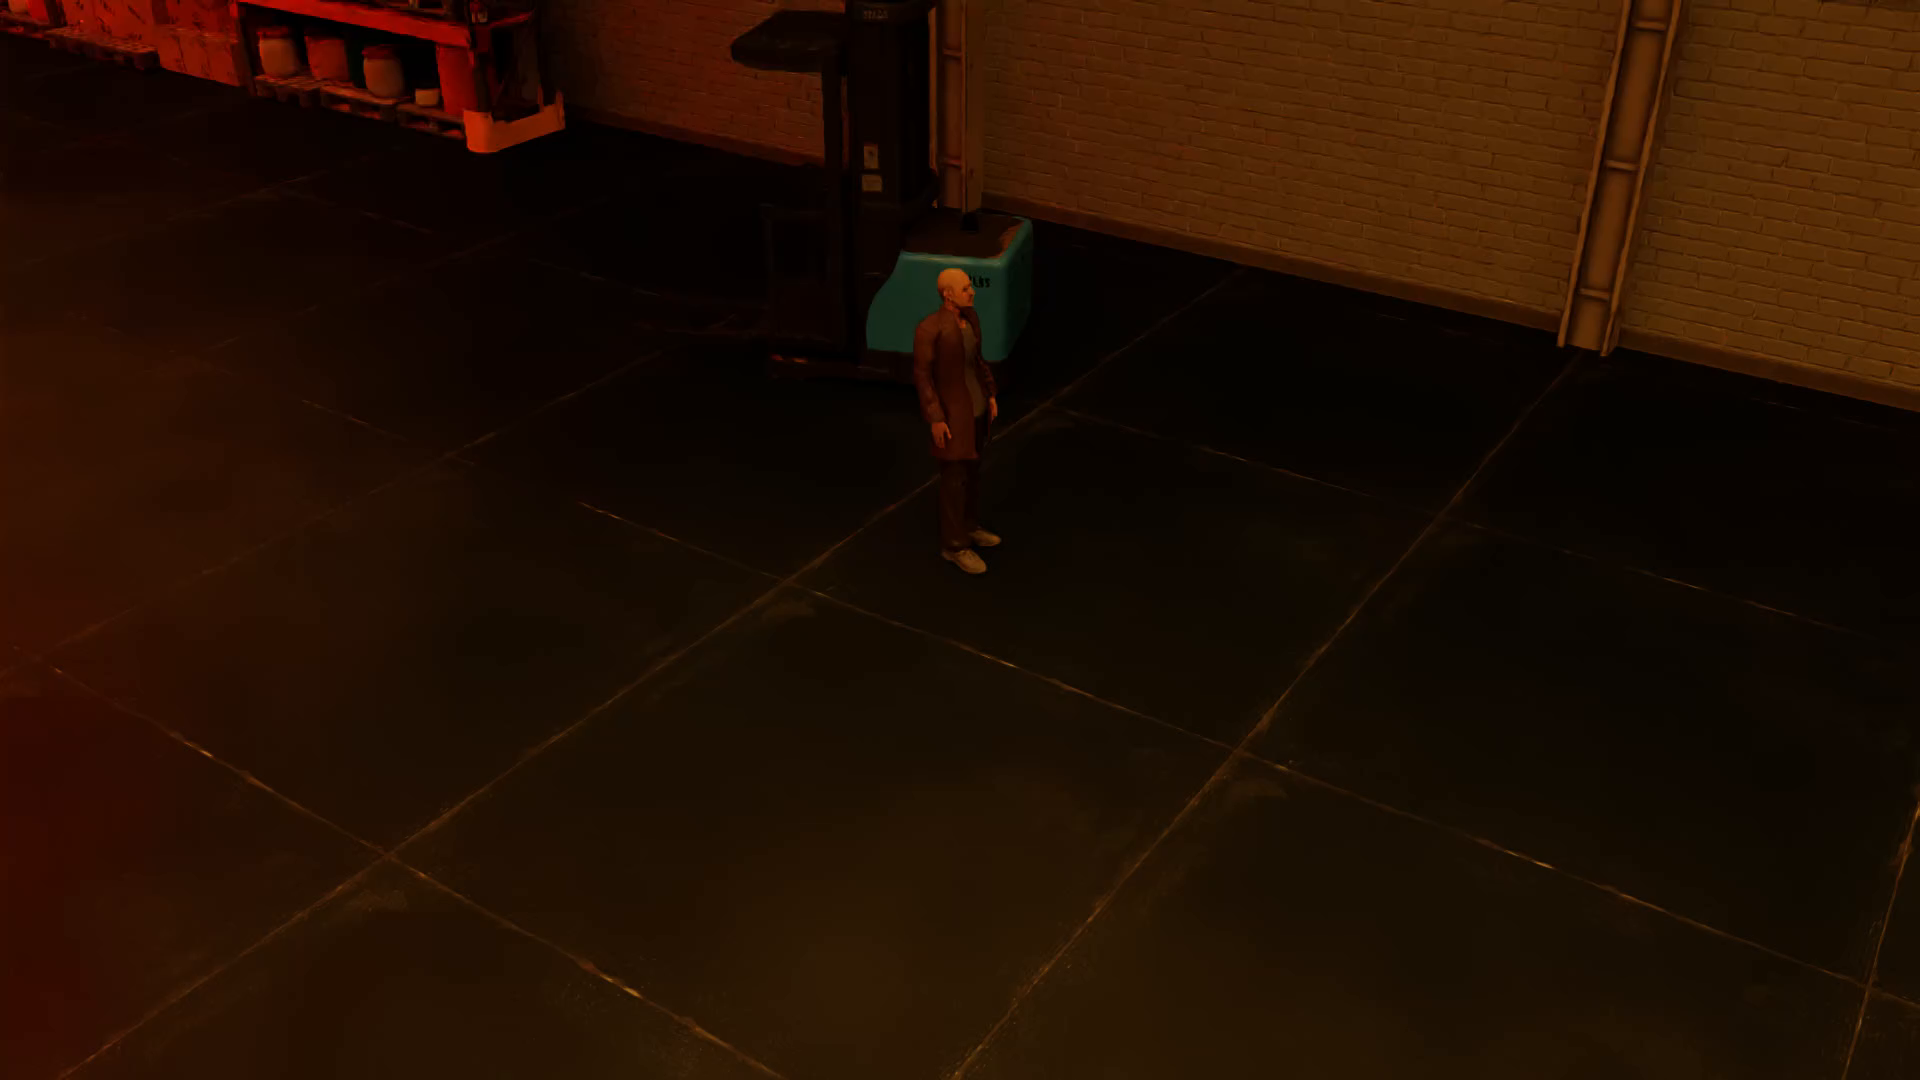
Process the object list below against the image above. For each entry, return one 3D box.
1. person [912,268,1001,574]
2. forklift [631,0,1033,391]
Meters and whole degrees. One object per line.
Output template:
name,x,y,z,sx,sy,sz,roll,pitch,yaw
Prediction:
person,0.073,-0.747,10.003,0.580,1.776,0.694,19,35,29
forklift,-1.009,-2.725,12.274,3.031,2.935,1.130,7,31,12
